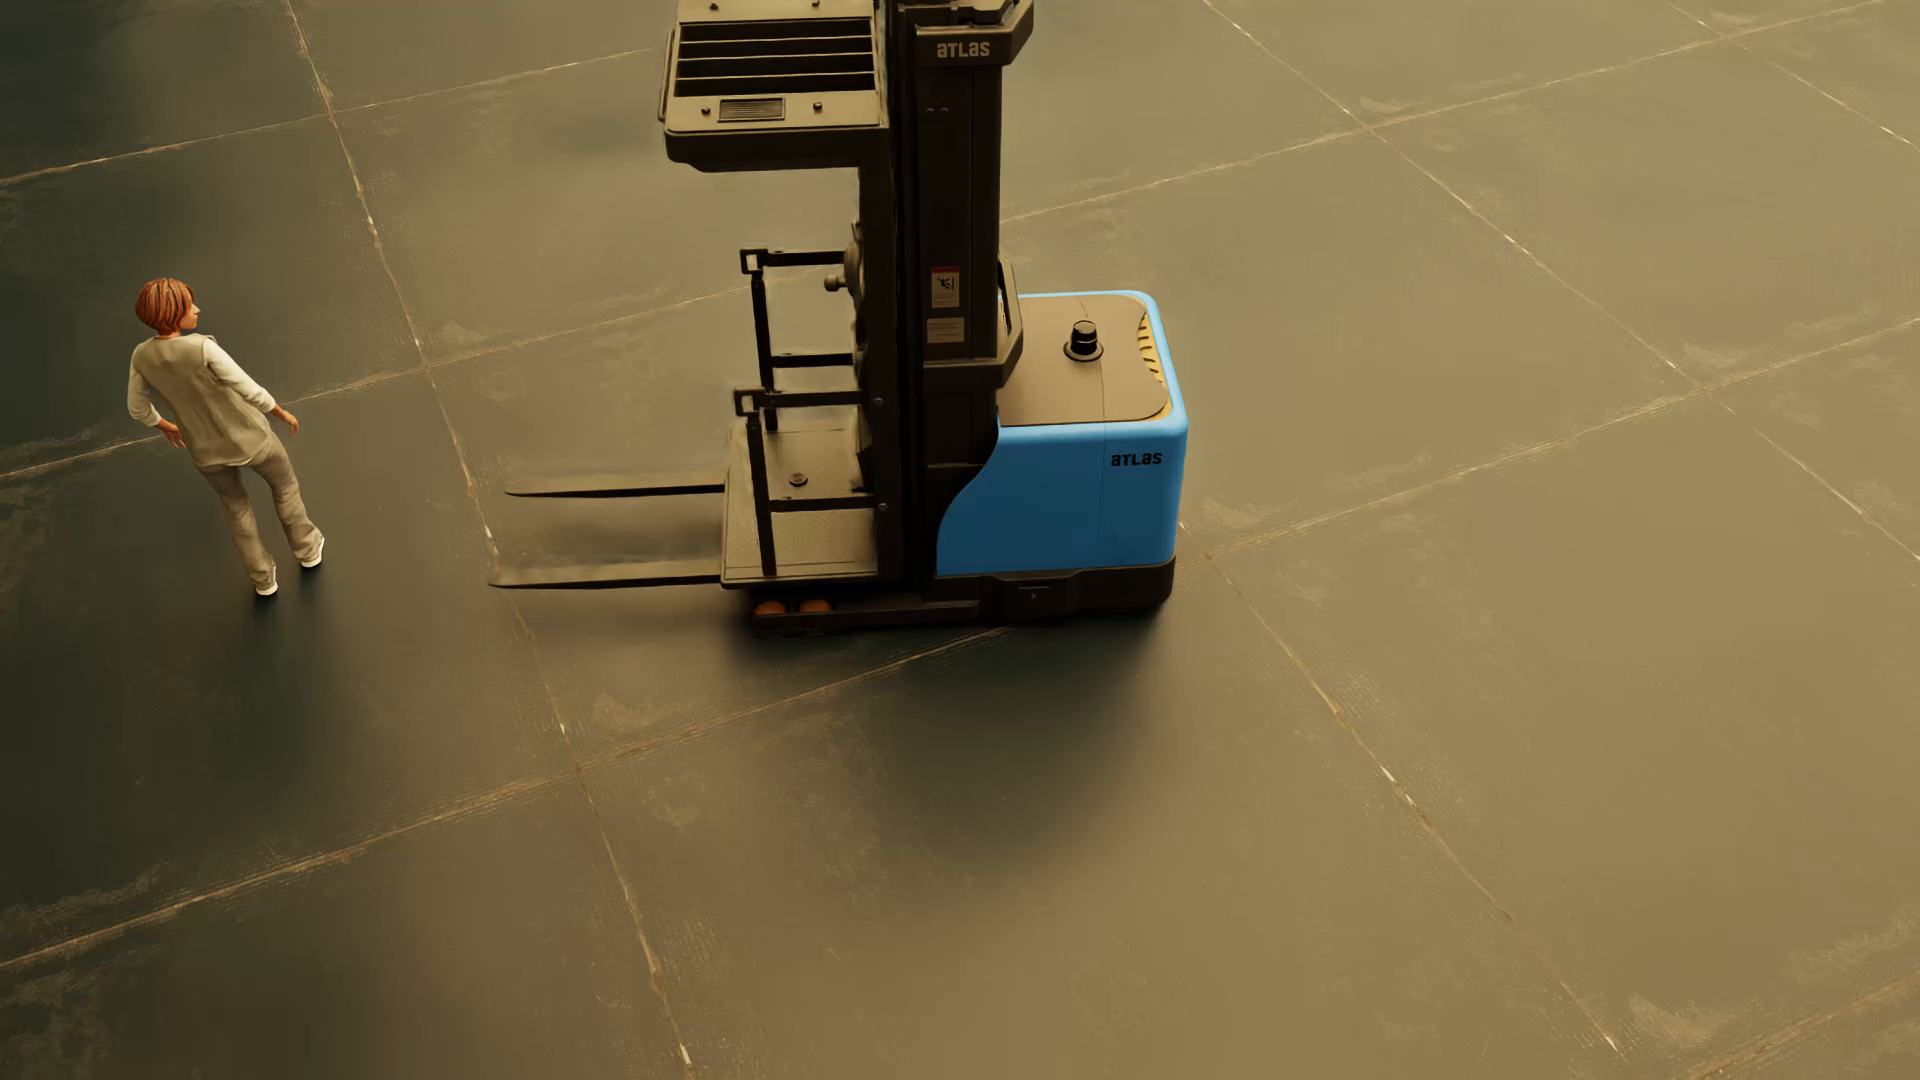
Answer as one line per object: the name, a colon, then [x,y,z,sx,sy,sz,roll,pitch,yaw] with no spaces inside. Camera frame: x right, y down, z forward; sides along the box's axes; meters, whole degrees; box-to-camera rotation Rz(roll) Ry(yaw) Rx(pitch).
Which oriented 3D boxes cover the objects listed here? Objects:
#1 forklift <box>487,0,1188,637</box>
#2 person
forklift: [-0.590,-1.016,6.768,3.031,2.935,1.130,-3,43,-3]
person: [-3.162,-0.448,7.158,0.621,1.579,0.447,-5,43,-6]
